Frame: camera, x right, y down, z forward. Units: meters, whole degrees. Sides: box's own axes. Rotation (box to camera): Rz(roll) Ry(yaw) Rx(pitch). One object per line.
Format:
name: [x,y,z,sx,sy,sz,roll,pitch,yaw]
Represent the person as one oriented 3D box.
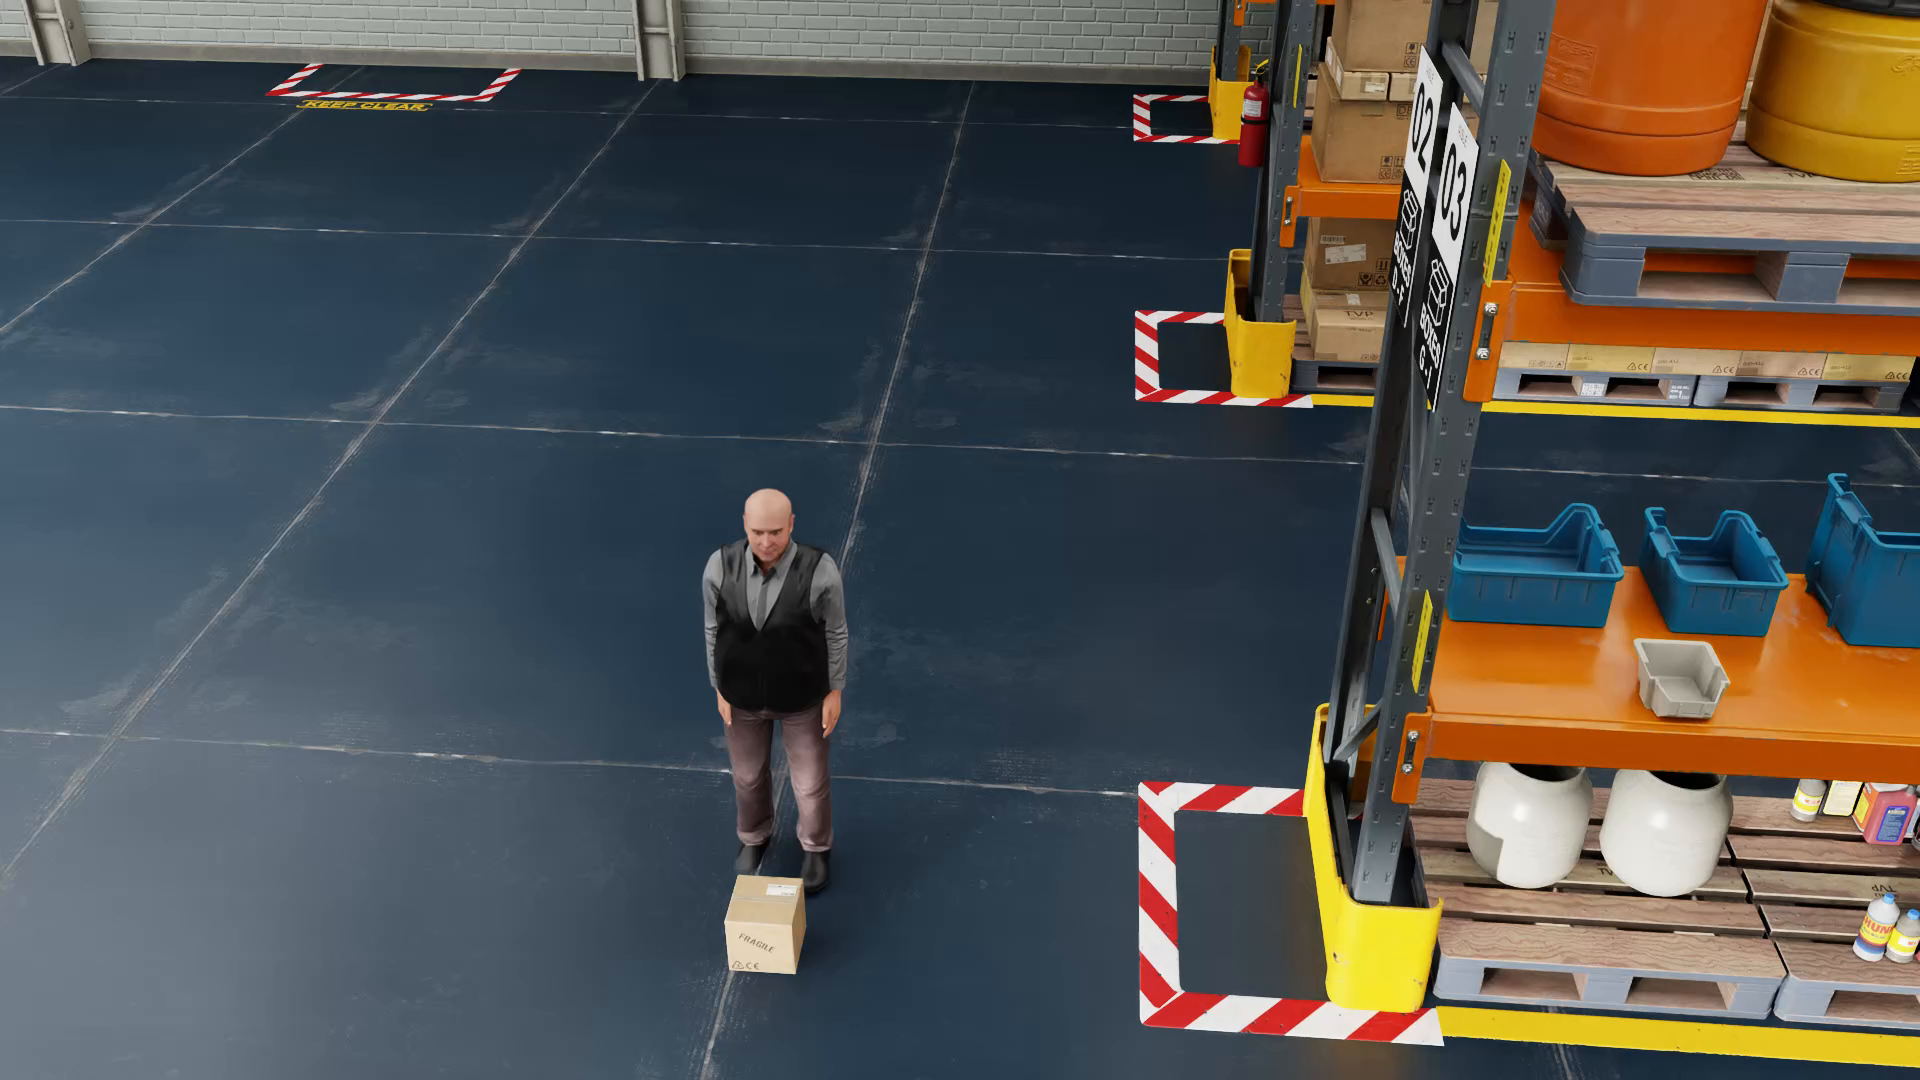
person: [-0.677,0.594,6.247,0.533,1.770,0.357,3,32,5]
